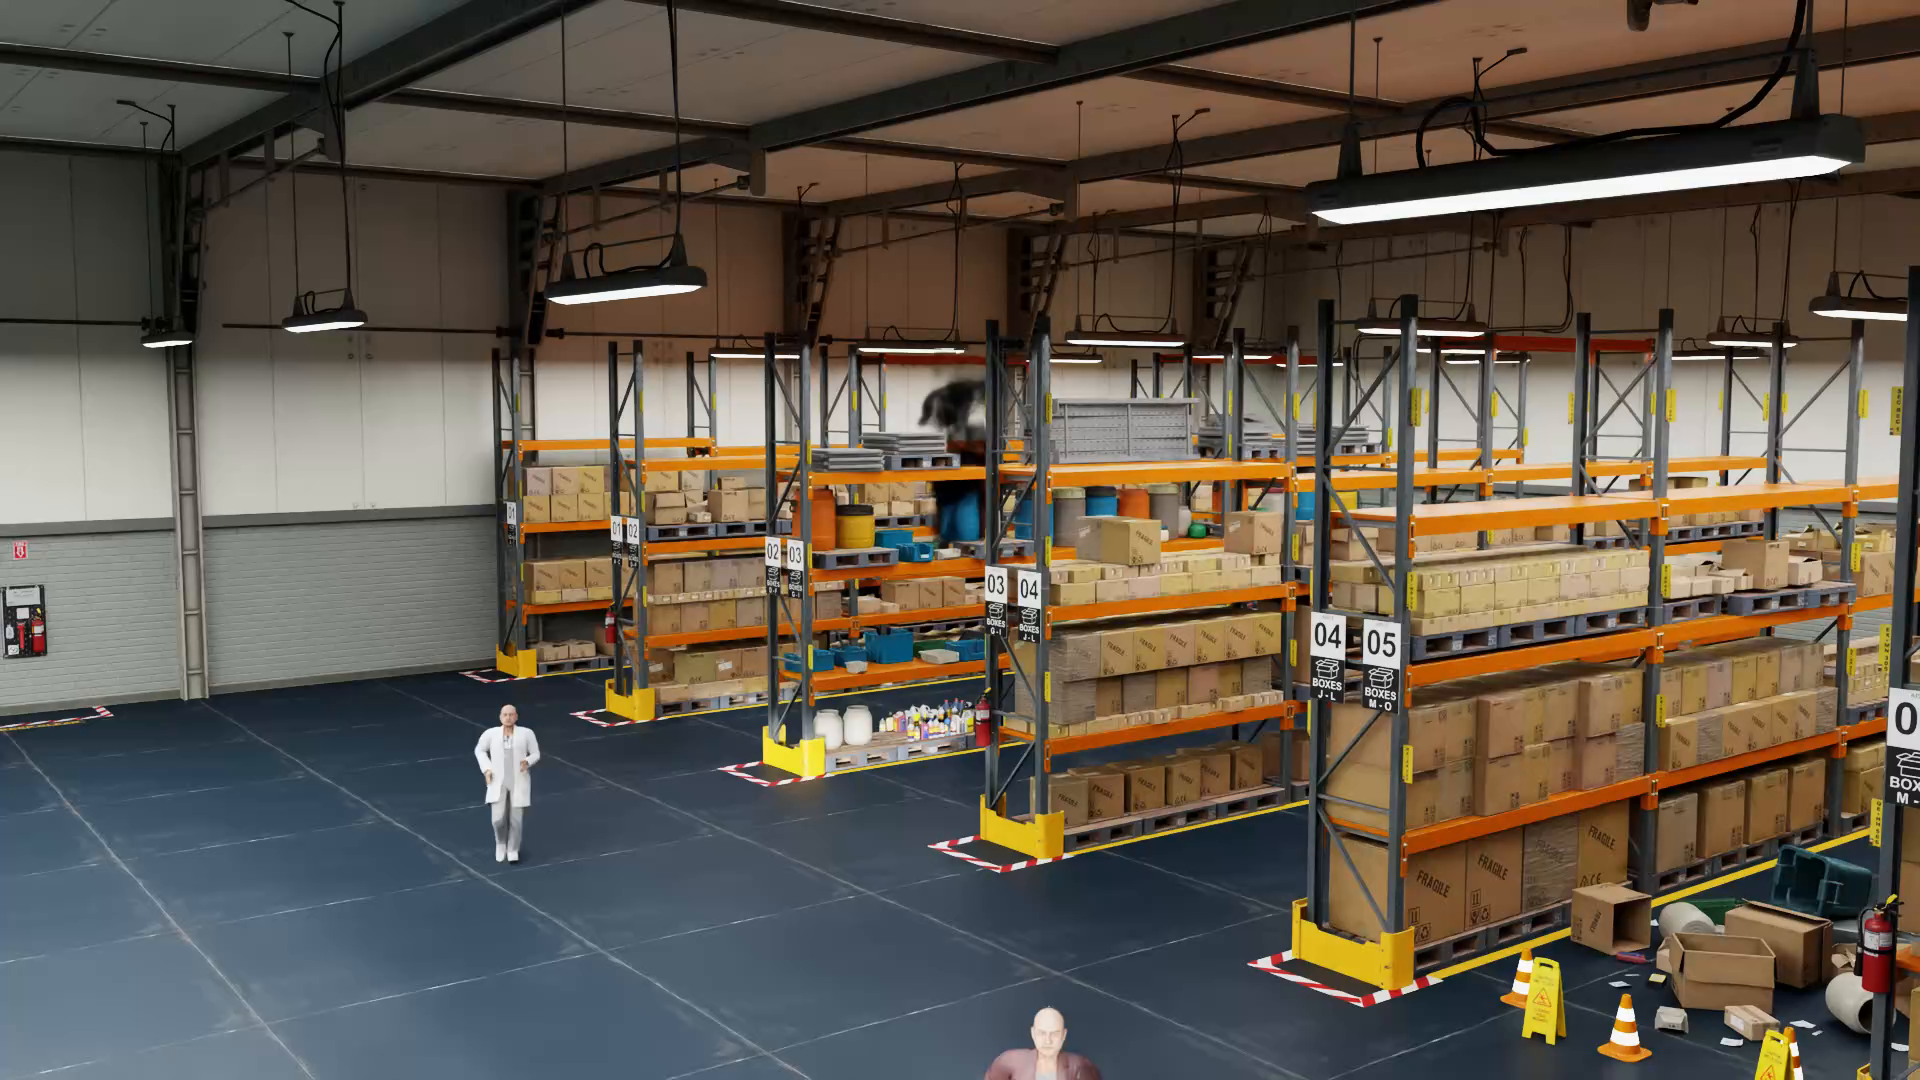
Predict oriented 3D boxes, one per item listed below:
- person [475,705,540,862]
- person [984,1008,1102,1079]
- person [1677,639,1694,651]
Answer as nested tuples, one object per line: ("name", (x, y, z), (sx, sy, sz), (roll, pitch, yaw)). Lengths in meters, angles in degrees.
("person", (-4.952, 2.689, 18.221), (0.694, 1.744, 0.642), (-1, 5, -14))
("person", (0.467, 3.482, 9.145), (0.668, 1.842, 0.825), (0, 5, 0))
("person", (10.292, 2.200, 23.803), (0.602, 1.737, 0.607), (-5, 7, -43))
